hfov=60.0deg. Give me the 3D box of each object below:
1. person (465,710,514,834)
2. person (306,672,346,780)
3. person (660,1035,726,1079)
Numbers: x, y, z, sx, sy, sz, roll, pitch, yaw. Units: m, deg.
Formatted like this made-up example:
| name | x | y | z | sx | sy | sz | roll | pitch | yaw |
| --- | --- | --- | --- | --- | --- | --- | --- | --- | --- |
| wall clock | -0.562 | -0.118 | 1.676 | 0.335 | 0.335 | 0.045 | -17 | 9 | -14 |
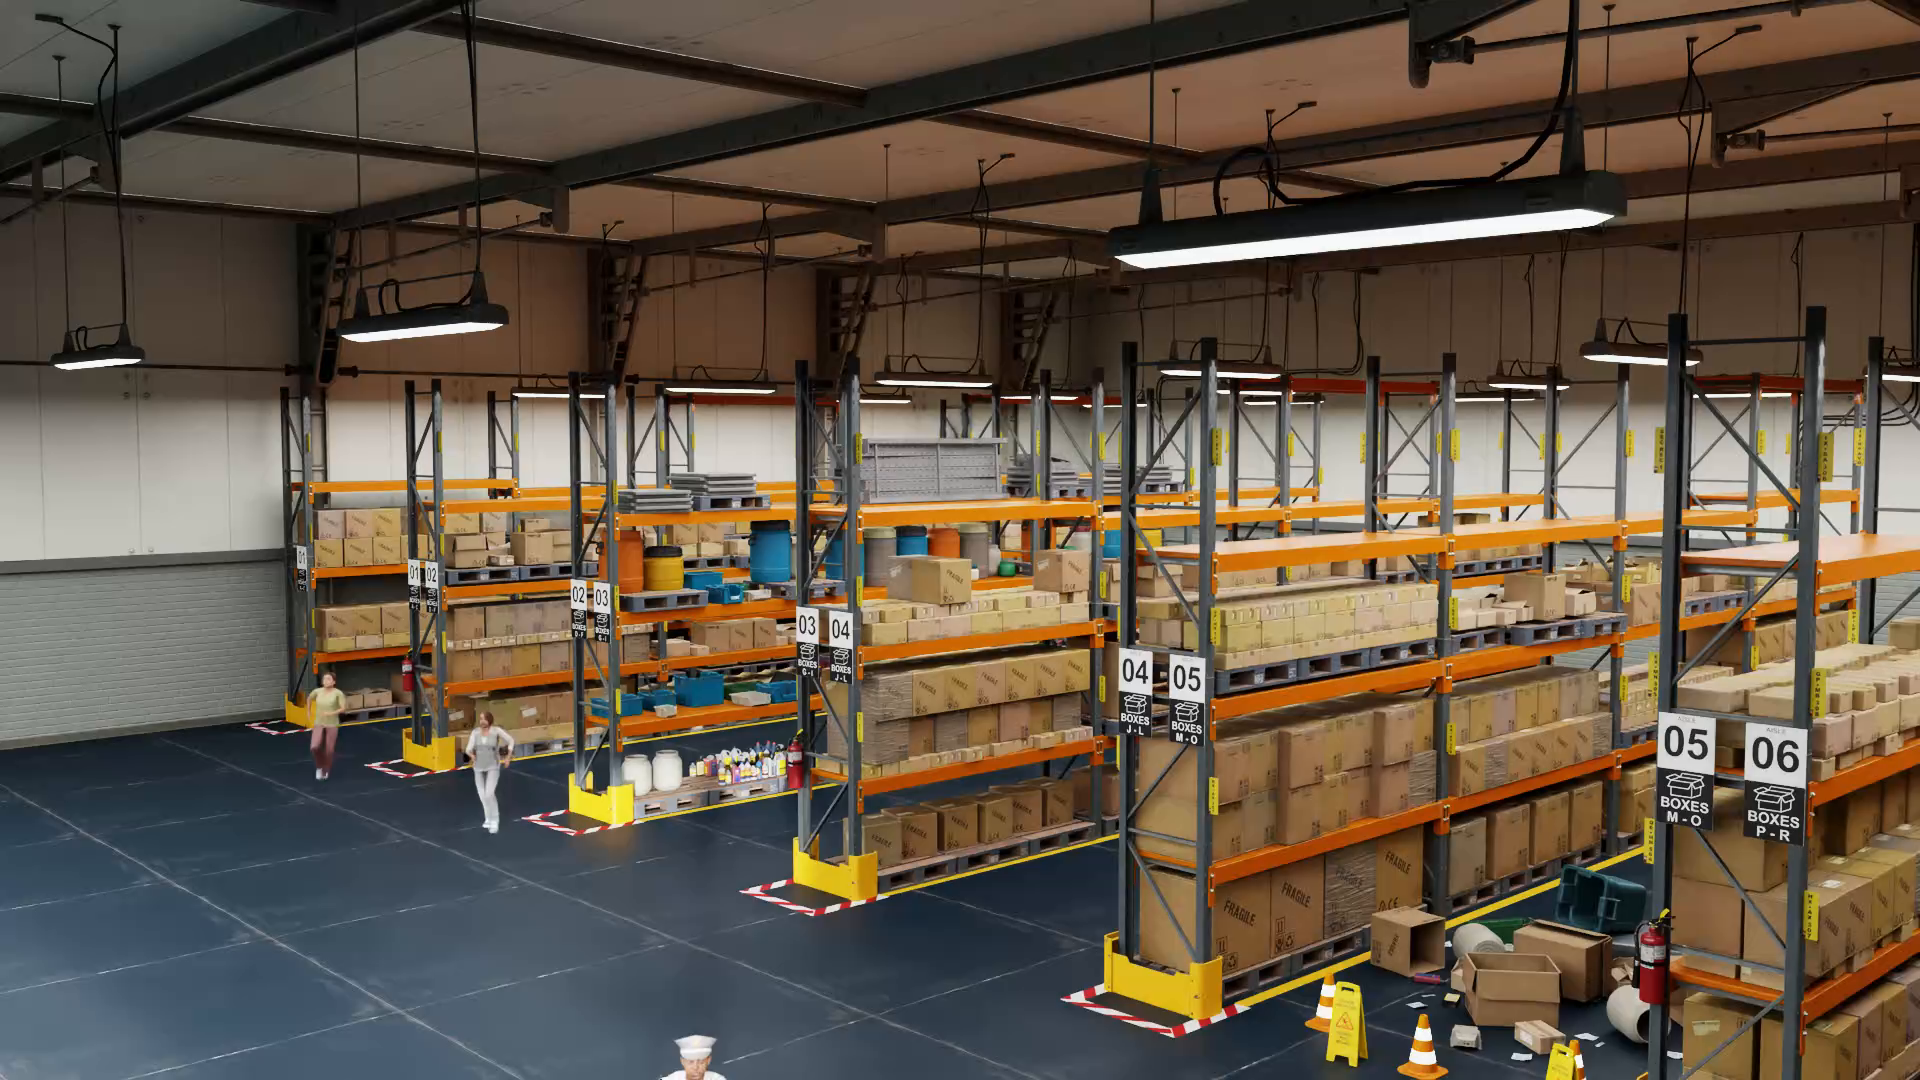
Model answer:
| name | x | y | z | sx | sy | sz | roll | pitch | yaw |
| --- | --- | --- | --- | --- | --- | --- | --- | --- | --- |
| person | -6.104 | 3.004 | 21.512 | 0.569 | 1.622 | 0.666 | 0 | 4 | 2 |
| person | -9.421 | 2.767 | 24.708 | 0.578 | 1.600 | 0.637 | -1 | 4 | -13 |
| person | -1.573 | 3.698 | 9.762 | 0.543 | 1.645 | 0.715 | -1 | 4 | -13 |
